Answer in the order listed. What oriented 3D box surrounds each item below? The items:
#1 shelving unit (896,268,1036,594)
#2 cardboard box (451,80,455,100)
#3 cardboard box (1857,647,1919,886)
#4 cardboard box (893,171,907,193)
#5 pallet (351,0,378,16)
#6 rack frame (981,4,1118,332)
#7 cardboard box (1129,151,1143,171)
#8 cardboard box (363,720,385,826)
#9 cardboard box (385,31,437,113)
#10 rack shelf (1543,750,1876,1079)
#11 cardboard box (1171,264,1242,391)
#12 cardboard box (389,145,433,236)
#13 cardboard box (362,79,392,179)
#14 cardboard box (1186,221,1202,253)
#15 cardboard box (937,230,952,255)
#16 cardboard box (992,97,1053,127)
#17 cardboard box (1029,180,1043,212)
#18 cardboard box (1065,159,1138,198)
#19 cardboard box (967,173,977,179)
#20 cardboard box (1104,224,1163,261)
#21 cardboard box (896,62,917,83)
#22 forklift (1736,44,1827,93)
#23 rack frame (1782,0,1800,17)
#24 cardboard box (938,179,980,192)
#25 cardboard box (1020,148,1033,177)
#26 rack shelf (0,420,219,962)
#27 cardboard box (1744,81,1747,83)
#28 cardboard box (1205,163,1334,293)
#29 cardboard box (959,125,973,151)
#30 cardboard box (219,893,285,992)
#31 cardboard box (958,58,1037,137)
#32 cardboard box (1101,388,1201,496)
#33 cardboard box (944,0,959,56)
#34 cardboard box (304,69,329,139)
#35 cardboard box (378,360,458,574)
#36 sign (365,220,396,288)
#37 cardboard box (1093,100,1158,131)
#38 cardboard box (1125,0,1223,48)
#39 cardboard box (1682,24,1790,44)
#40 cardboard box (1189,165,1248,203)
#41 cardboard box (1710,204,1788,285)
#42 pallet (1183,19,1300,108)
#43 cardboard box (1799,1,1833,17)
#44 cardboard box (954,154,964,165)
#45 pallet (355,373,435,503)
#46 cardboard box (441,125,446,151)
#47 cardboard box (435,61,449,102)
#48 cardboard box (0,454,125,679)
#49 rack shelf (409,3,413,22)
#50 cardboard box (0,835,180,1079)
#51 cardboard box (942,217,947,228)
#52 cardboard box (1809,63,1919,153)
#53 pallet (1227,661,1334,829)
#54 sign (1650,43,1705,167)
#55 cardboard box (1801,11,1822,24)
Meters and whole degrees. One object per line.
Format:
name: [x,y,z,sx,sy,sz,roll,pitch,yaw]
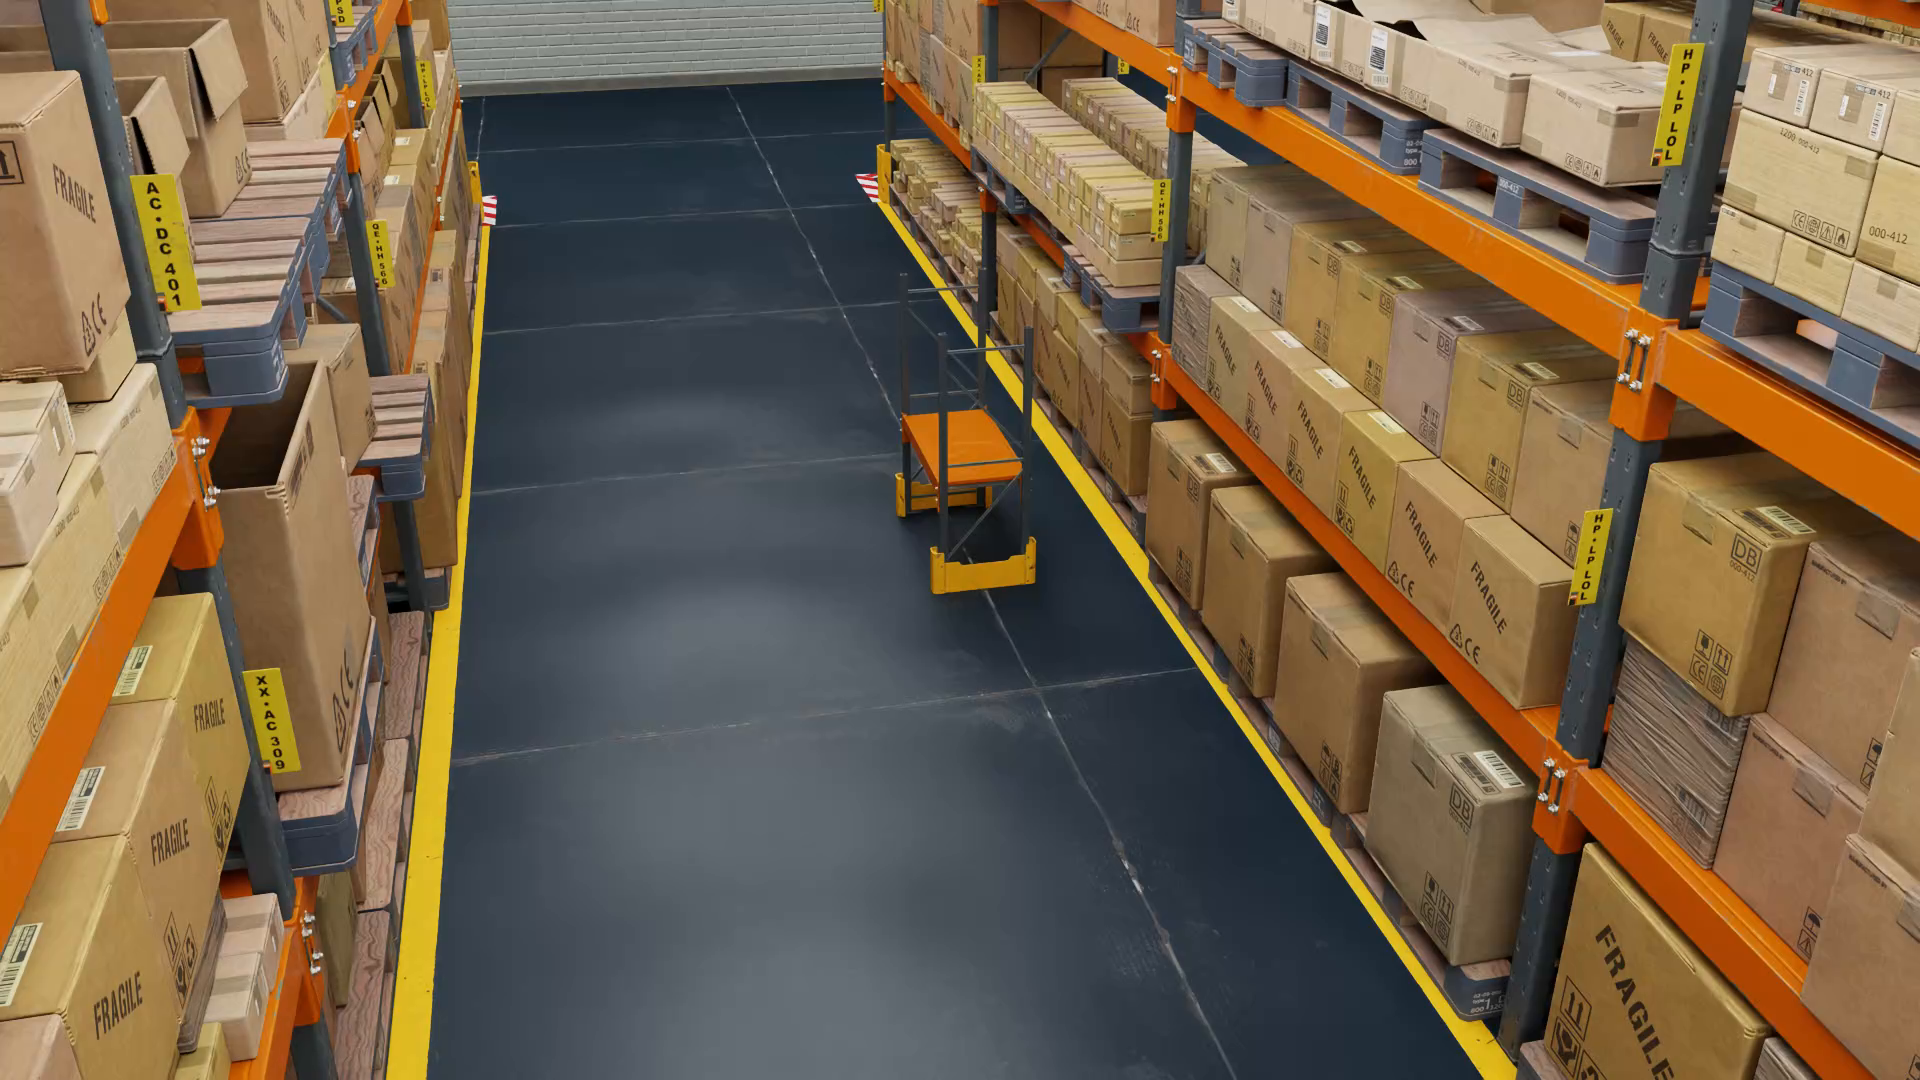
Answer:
shelving unit: [0.017,-0.636,9.346,0.587,1.500,1.083,-6,27,-12]
cardboard box: [-4.574,-3.872,14.372,0.380,0.149,0.250,-6,27,-11]
cardboard box: [2.743,0.574,3.919,0.875,0.550,0.550,-6,27,-12]
cardboard box: [-0.429,-3.444,15.941,0.380,0.149,0.250,-5,27,-11]
pallet: [-3.740,-2.843,8.934,1.003,0.211,1.213,-5,27,-9]
rack frame: [0.666,-3.035,12.435,1.000,3.000,0.127,-6,27,-12]
cardboard box: [1.298,-2.403,10.665,0.380,0.149,0.250,-5,27,-10]
cardboard box: [-2.845,0.882,6.959,0.700,0.500,0.500,-4,27,-7]
cardboard box: [-4.152,-3.430,12.220,0.500,0.500,0.500,-6,27,-12]
rack shelf: [2.920,1.676,3.899,1.077,0.370,4.000,-6,27,-12]
cardboard box: [1.405,-1.099,8.488,0.500,0.500,0.500,-6,27,-11]
cardboard box: [-3.713,-2.225,10.719,0.500,0.500,0.500,-5,27,-10]
cardboard box: [-3.894,-2.486,10.123,0.797,0.503,0.637,-6,27,-11]
cardboard box: [1.542,-1.808,9.815,0.380,0.149,0.250,-5,27,-9]
cardboard box: [0.012,-2.542,14.155,0.380,0.149,0.250,-6,27,-12]
cardboard box: [0.430,-2.922,11.363,0.380,0.149,0.250,-6,27,-11]
cardboard box: [0.660,-2.207,10.607,0.380,0.149,0.250,-7,28,-14]
cardboard box: [0.833,-2.131,9.796,0.380,0.149,0.250,-5,27,-10]
cardboard box: [0.241,-3.280,15.287,0.380,0.149,0.250,-6,27,-12]
cardboard box: [1.012,-1.658,9.189,0.380,0.149,0.250,-5,27,-11]
cardboard box: [-0.376,-4.273,15.165,0.380,0.149,0.250,-7,28,-13]
forklift: [4.258,-0.772,8.028,3.031,2.935,1.130,21,34,36]
rack frame: [9.399,-5.844,17.999,1.000,3.000,0.127,-6,27,-12]
cardboard box: [0.017,-3.031,14.463,0.380,0.149,0.250,-6,27,-11]
cardboard box: [0.607,-2.448,10.754,0.380,0.149,0.250,-6,27,-12]
rack shelf: [-1.936,0.796,2.313,1.077,0.370,4.000,-6,27,-12]
cardboard box: [2.576,-1.325,5.289,0.258,0.266,0.396,-6,27,-12]
cardboard box: [1.659,-1.572,8.315,0.700,0.500,0.500,-6,27,-12]
cardboard box: [0.209,-3.127,12.895,0.380,0.149,0.250,-7,28,-13]
cardboard box: [-2.052,1.113,4.495,0.380,0.149,0.250,-6,27,-12]
cardboard box: [0.282,-3.396,12.709,0.500,0.500,0.500,-6,27,-12]
cardboard box: [1.164,-0.613,9.944,0.500,0.500,0.500,-6,27,-12]
cardboard box: [0.175,-4.064,12.923,0.500,0.500,0.500,-7,28,-13]
cardboard box: [-2.817,-1.692,6.611,0.500,0.250,0.500,-6,27,-12]
cardboard box: [-3.423,-0.364,9.034,1.225,0.875,0.875,-7,28,-14]
sign: [-2.761,-1.361,7.920,0.100,0.325,0.005,-6,27,-12]
cardboard box: [1.124,-2.873,11.266,0.380,0.149,0.250,-6,27,-12]
cardboard box: [1.191,-2.888,8.703,0.500,0.500,0.500,-6,27,-12]
cardboard box: [5.537,-3.410,11.956,0.500,0.500,0.500,-7,28,-13]
cardboard box: [1.538,-2.069,9.672,0.380,0.149,0.250,-6,27,-12]
cardboard box: [2.220,-0.788,4.355,0.380,0.149,0.250,-6,27,-12]
pallet: [1.764,-2.257,7.773,1.213,0.211,1.003,-5,27,-9]
cardboard box: [9.239,-5.683,17.517,0.500,0.250,0.500,-6,27,-11]
cardboard box: [0.131,-3.649,15.688,0.380,0.149,0.250,-5,27,-11]
pallet: [-3.023,-0.432,7.490,1.213,0.211,1.003,-6,27,-12]
cardboard box: [-4.170,-3.086,12.814,0.380,0.149,0.250,-6,27,-12]
cardboard box: [-4.494,-3.766,13.719,0.500,0.250,0.500,-7,28,-13]
cardboard box: [-1.922,0.068,3.124,0.500,0.250,0.500,-5,27,-10]
rack shelf: [-4.640,-4.472,12.750,1.077,0.370,4.000,-6,27,-12]
cardboard box: [-1.791,0.921,3.046,0.500,0.500,0.500,-6,27,-12]
cardboard box: [0.056,-2.772,14.280,0.380,0.149,0.250,-7,28,-14]
cardboard box: [2.278,-1.032,3.954,0.380,0.149,0.250,-6,27,-12]
pallet: [1.943,0.854,7.824,1.003,0.211,1.213,-6,27,-12]
sign: [1.942,-1.174,4.496,0.100,0.325,0.005,-6,27,-12]
cardboard box: [9.206,-5.560,17.715,0.380,0.149,0.250,-6,27,-12]
